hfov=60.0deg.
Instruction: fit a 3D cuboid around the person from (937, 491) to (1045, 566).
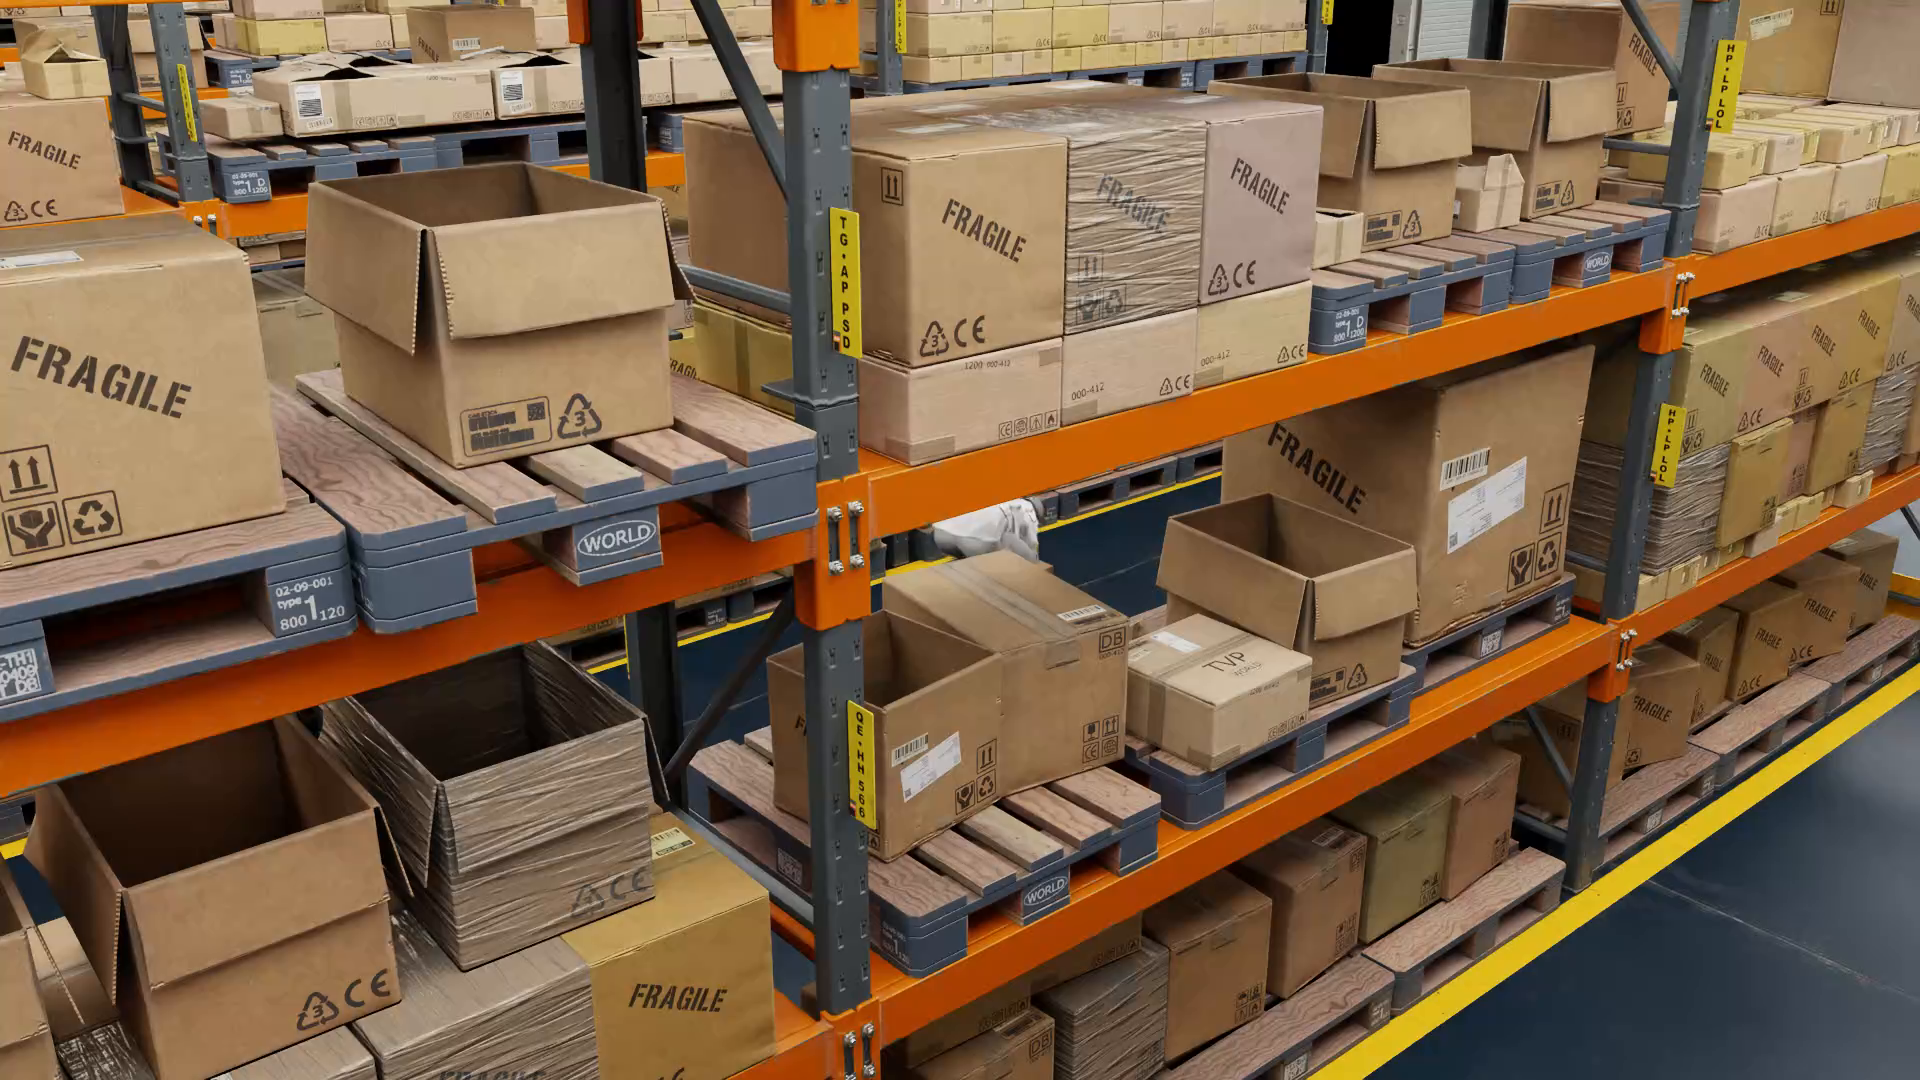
[{"bbox_3d":[0.236,0.009,9.933,0.469,1.036,0.952,15,26,34],"label":"person"}]
